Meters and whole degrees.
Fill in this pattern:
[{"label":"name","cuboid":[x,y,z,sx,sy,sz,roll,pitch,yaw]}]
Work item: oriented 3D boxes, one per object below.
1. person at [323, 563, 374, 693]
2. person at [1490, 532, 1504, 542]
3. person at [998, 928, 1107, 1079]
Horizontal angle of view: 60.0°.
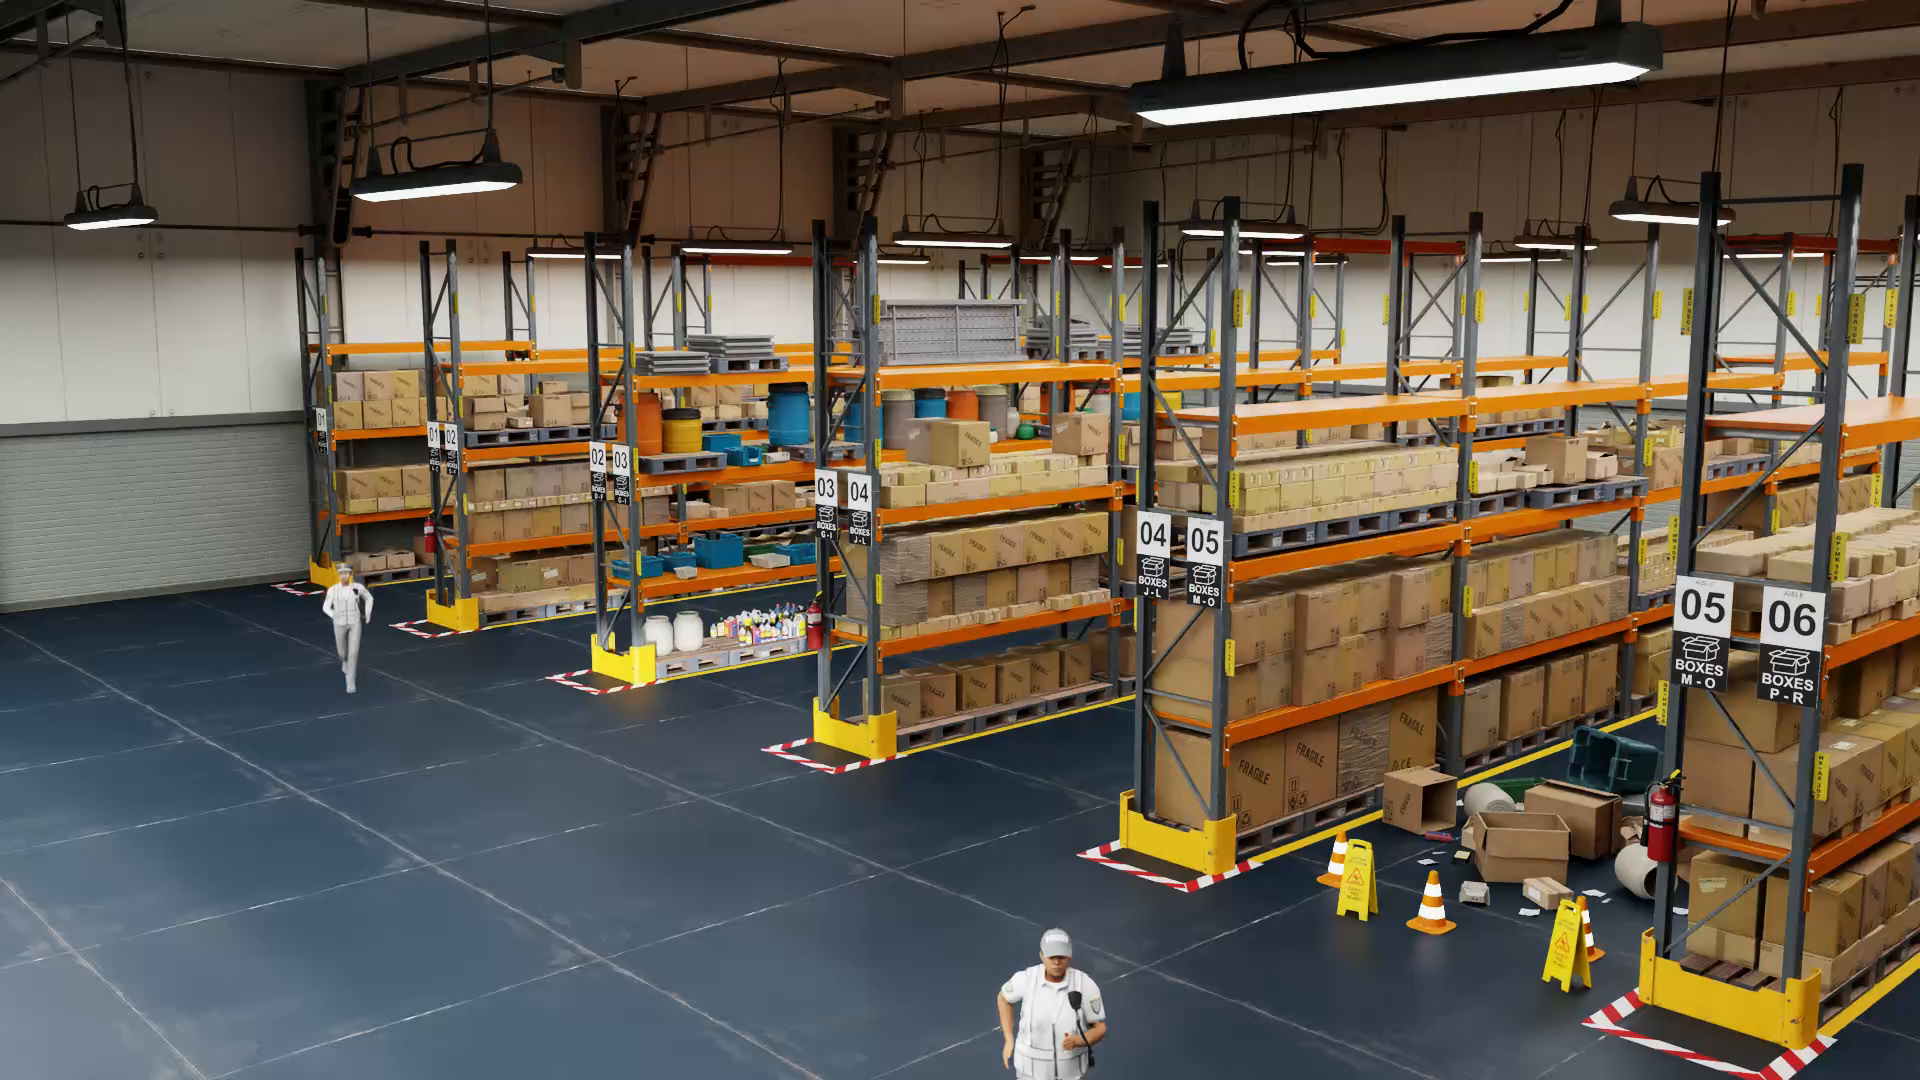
[{"label":"person","cuboid":[-8.094,1.123,22.036,0.630,1.675,0.913,-3,9,-17]},{"label":"person","cuboid":[8.083,0.690,25.224,0.503,1.620,0.691,7,11,39]},{"label":"person","cuboid":[0.518,3.005,9.316,0.579,1.721,0.764,-1,8,-5]}]
